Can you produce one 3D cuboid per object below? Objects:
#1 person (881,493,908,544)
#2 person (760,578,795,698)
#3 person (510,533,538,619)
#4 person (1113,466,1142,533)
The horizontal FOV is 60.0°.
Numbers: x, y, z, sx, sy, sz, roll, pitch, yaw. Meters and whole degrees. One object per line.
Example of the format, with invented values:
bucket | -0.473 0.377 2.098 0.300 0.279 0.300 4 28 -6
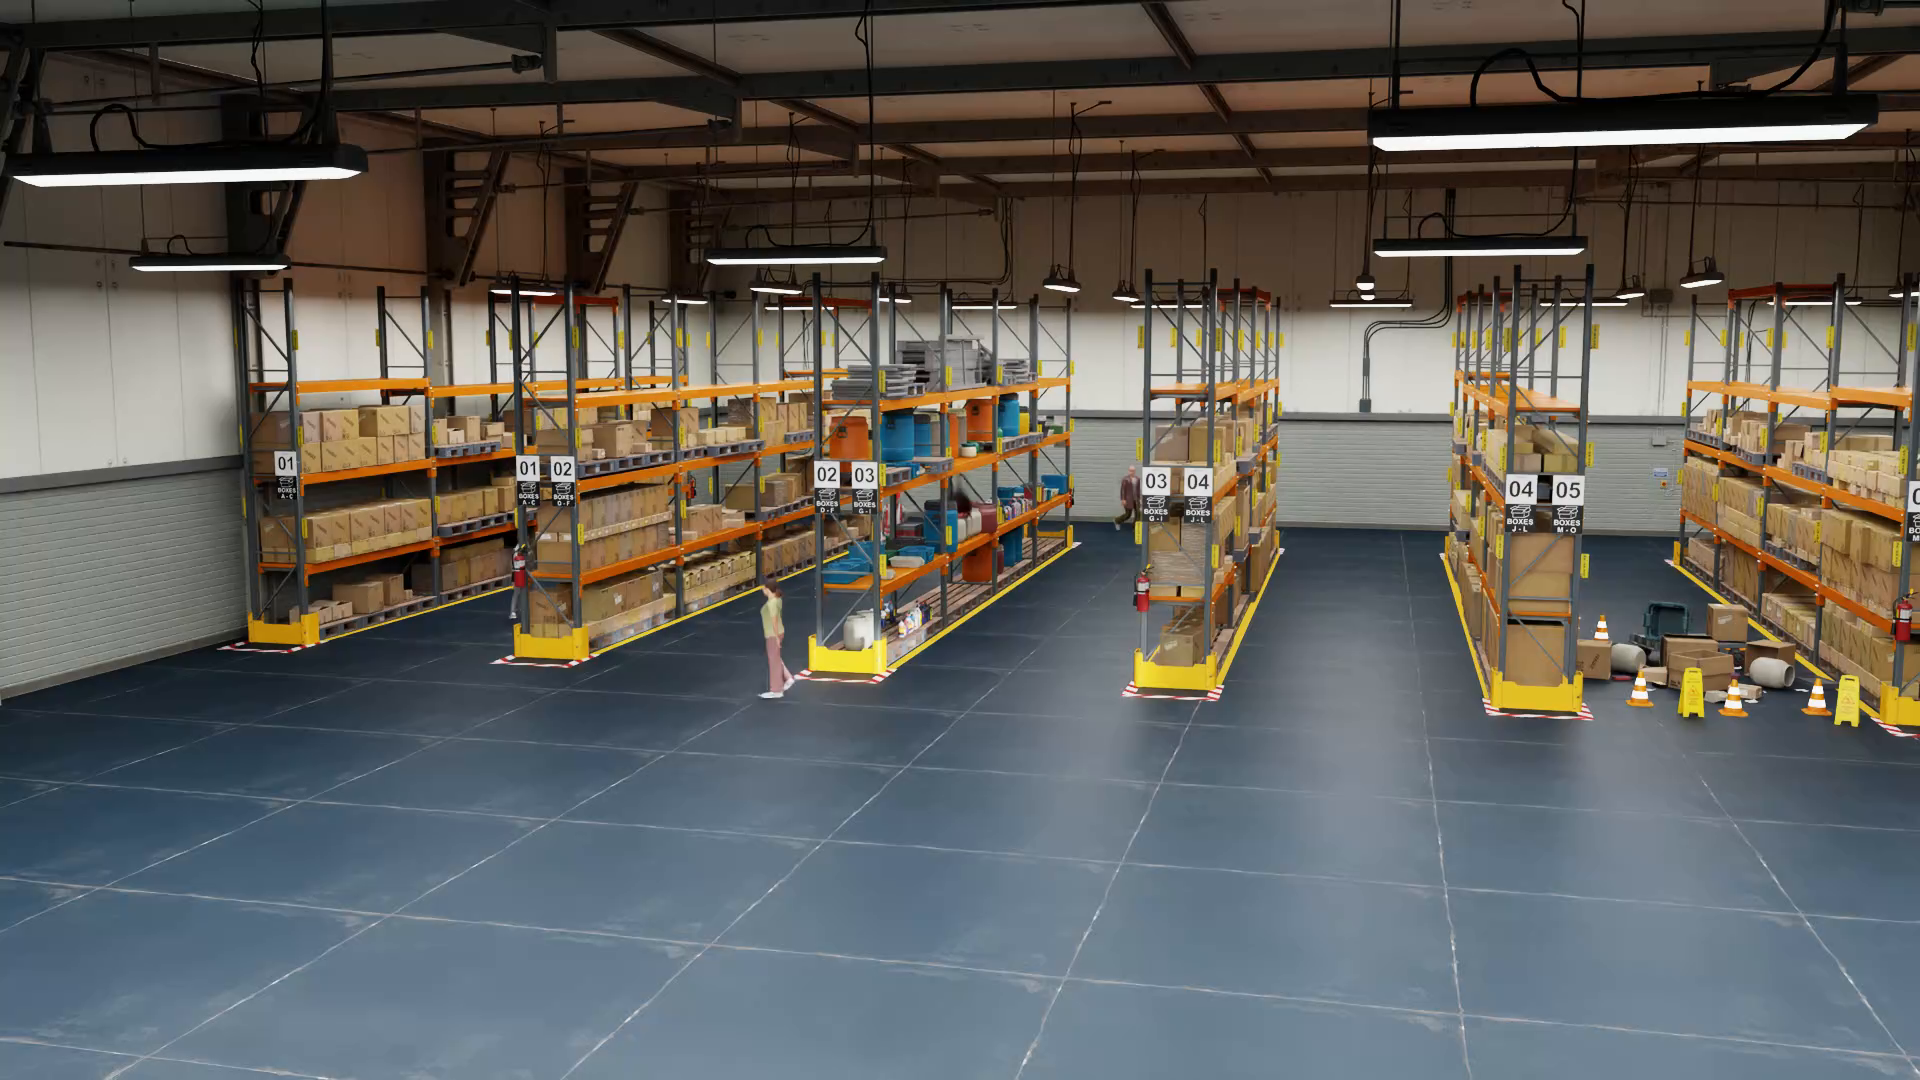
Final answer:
person | -1.328 -0.098 32.747 0.515 1.725 1.013 2 7 17
person | -2.574 1.359 23.404 0.470 1.678 0.539 -1 7 -5
person | -7.837 0.630 30.054 0.568 1.598 0.589 4 8 31
person | 4.438 -1.060 43.309 0.640 1.745 0.862 -6 9 -43
